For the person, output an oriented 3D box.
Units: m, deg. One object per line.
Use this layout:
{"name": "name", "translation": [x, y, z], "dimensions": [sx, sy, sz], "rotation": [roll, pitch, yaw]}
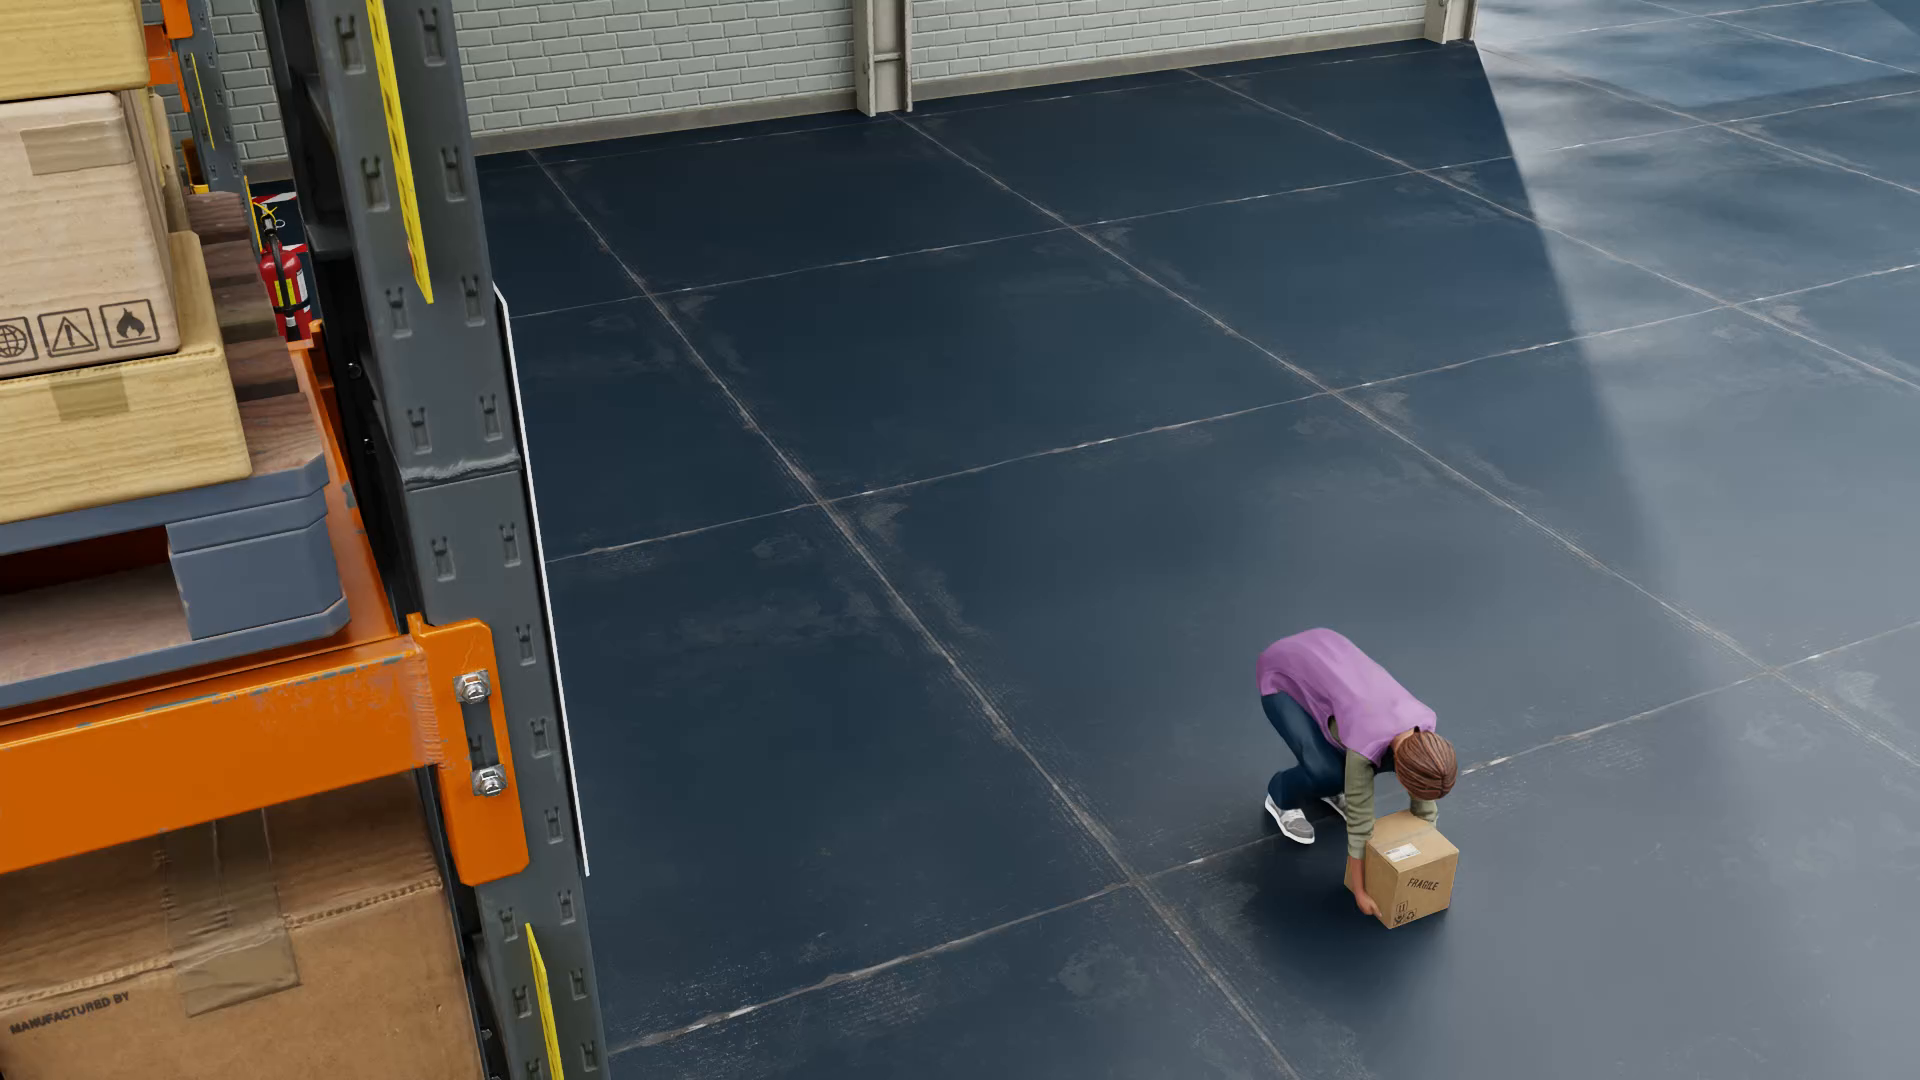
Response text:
{"name": "person", "translation": [1.351, 0.754, 5.713], "dimensions": [0.427, 0.758, 0.873], "rotation": [-14, 33, -23]}
